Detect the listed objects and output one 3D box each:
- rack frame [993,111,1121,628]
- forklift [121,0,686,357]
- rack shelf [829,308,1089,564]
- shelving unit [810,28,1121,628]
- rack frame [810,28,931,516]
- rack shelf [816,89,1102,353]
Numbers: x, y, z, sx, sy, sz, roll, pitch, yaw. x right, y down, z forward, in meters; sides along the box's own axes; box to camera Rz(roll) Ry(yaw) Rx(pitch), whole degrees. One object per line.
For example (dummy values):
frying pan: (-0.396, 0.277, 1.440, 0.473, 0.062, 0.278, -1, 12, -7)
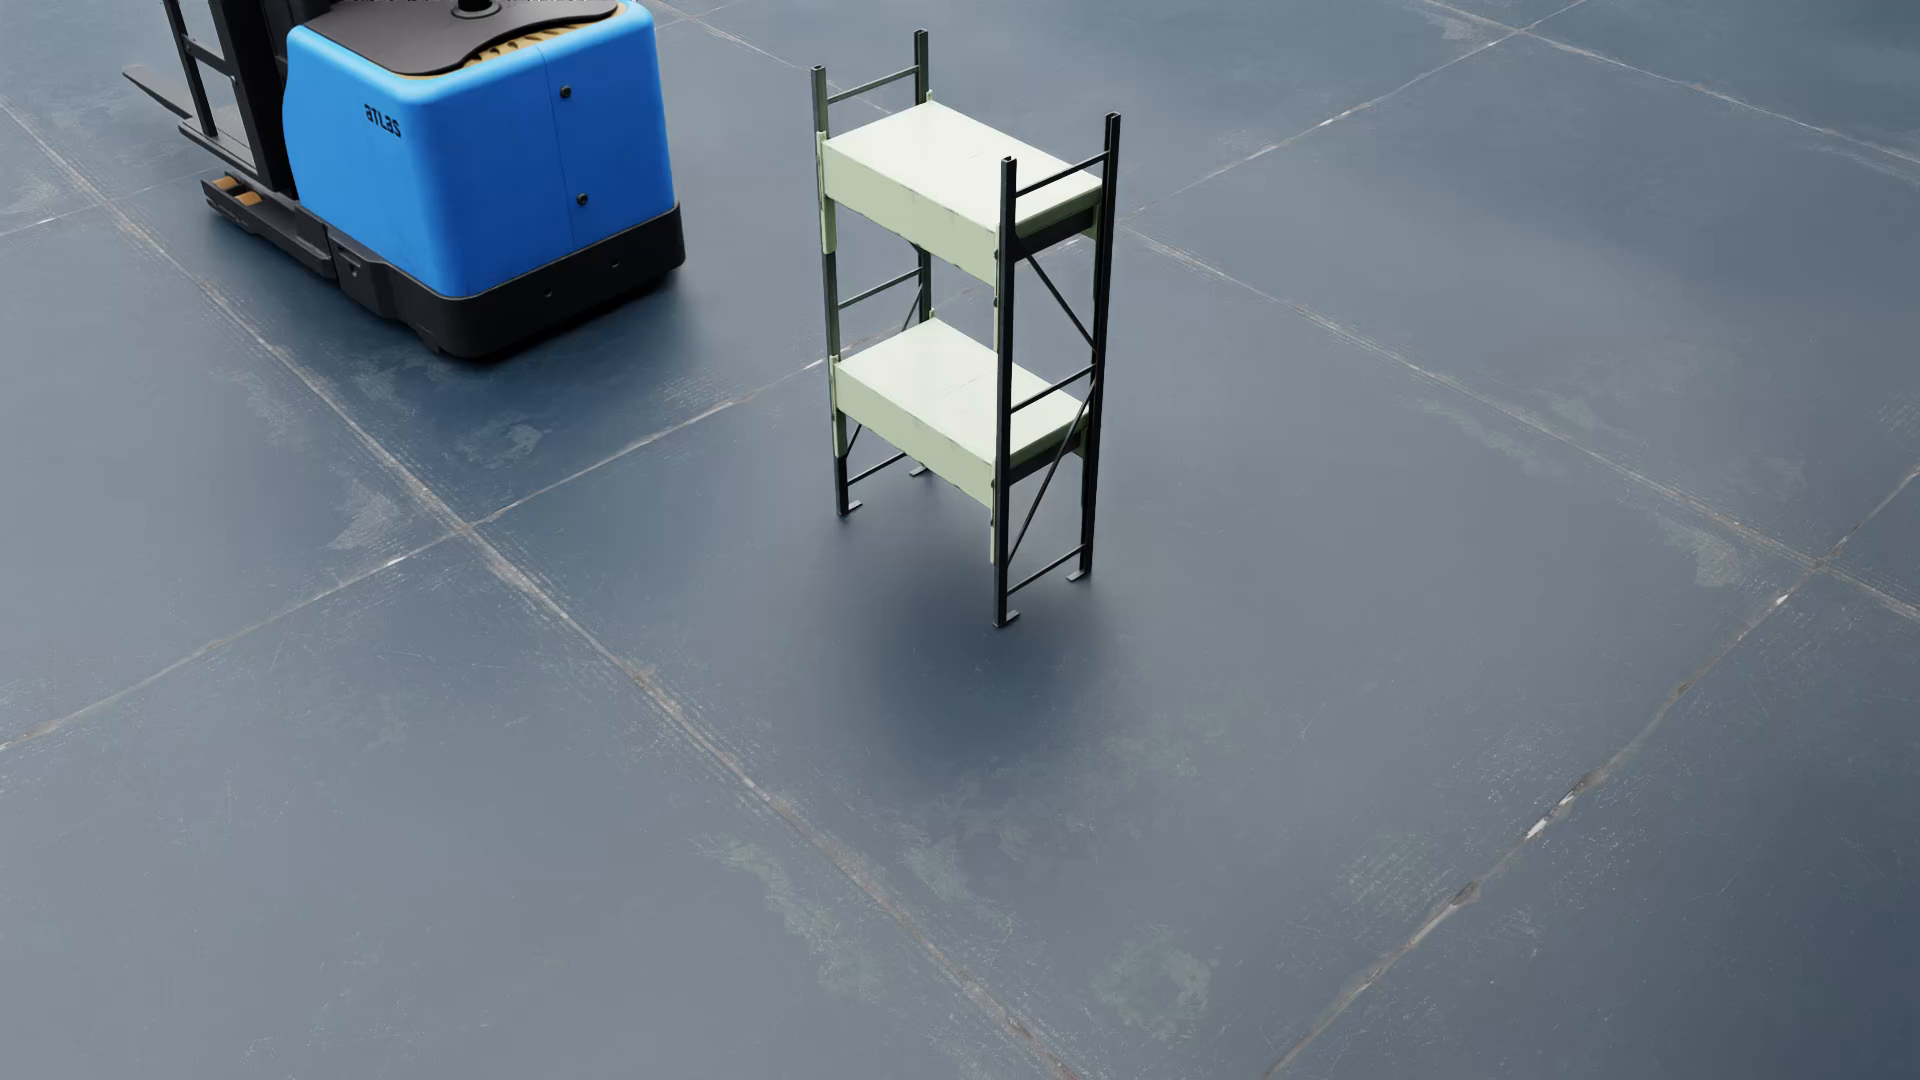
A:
rack frame: (0.252, -0.411, 4.565, 0.400, 1.500, 0.023, -30, 48, -32)
forklift: (-2.485, -2.604, 6.141, 3.031, 2.935, 1.130, 31, 48, 33)
rack shelf: (0.005, -0.327, 4.980, 0.431, 0.370, 0.720, -30, 48, -32)
shelving unit: (0.005, -0.580, 4.775, 0.431, 1.500, 0.755, -30, 48, -32)
rack frame: (-0.243, -0.750, 4.985, 0.400, 1.500, 0.023, -30, 48, -32)
rack shelf: (0.005, -0.884, 4.530, 0.431, 0.370, 0.720, -30, 48, -32)
